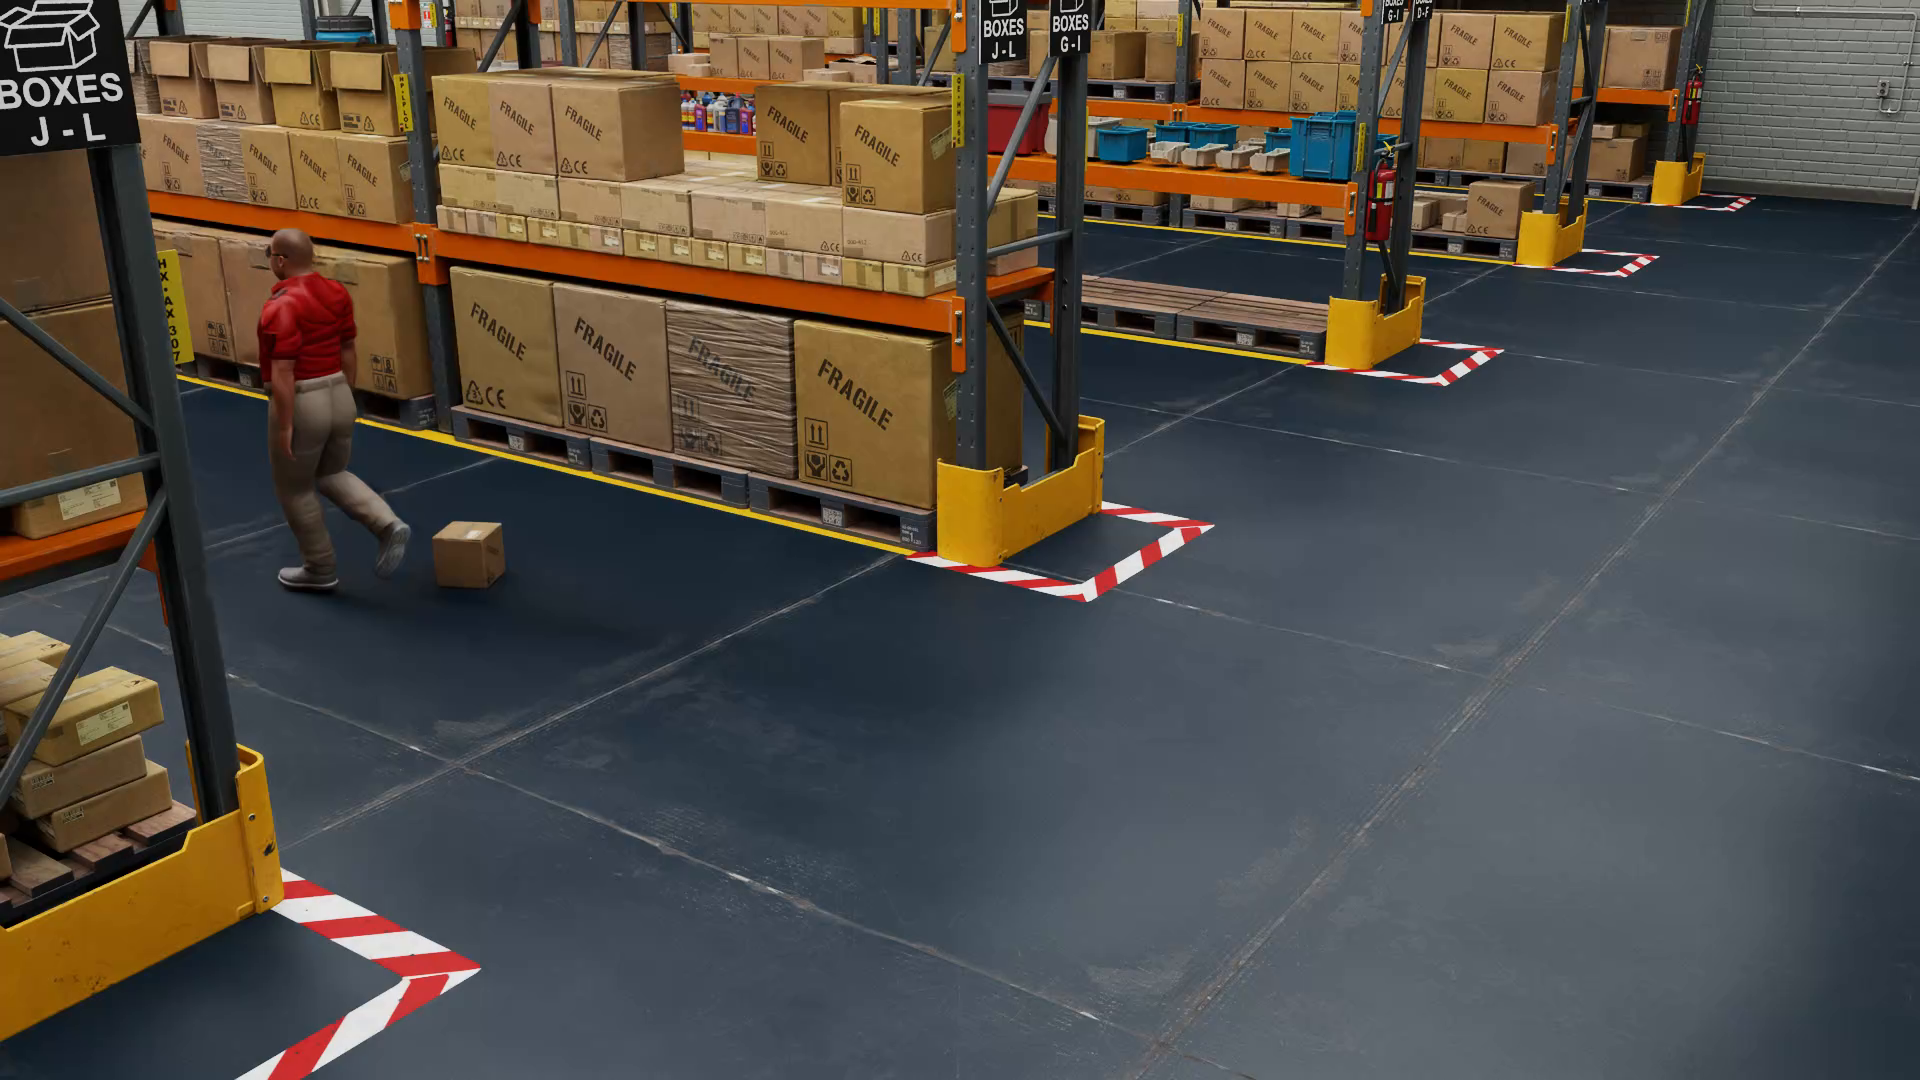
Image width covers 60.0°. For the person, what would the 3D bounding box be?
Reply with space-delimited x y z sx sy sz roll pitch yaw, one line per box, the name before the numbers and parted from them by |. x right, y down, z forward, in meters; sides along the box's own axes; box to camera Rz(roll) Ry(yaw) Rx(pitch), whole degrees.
person | -2.962 -0.590 7.693 0.646 1.707 0.539 7 21 19
